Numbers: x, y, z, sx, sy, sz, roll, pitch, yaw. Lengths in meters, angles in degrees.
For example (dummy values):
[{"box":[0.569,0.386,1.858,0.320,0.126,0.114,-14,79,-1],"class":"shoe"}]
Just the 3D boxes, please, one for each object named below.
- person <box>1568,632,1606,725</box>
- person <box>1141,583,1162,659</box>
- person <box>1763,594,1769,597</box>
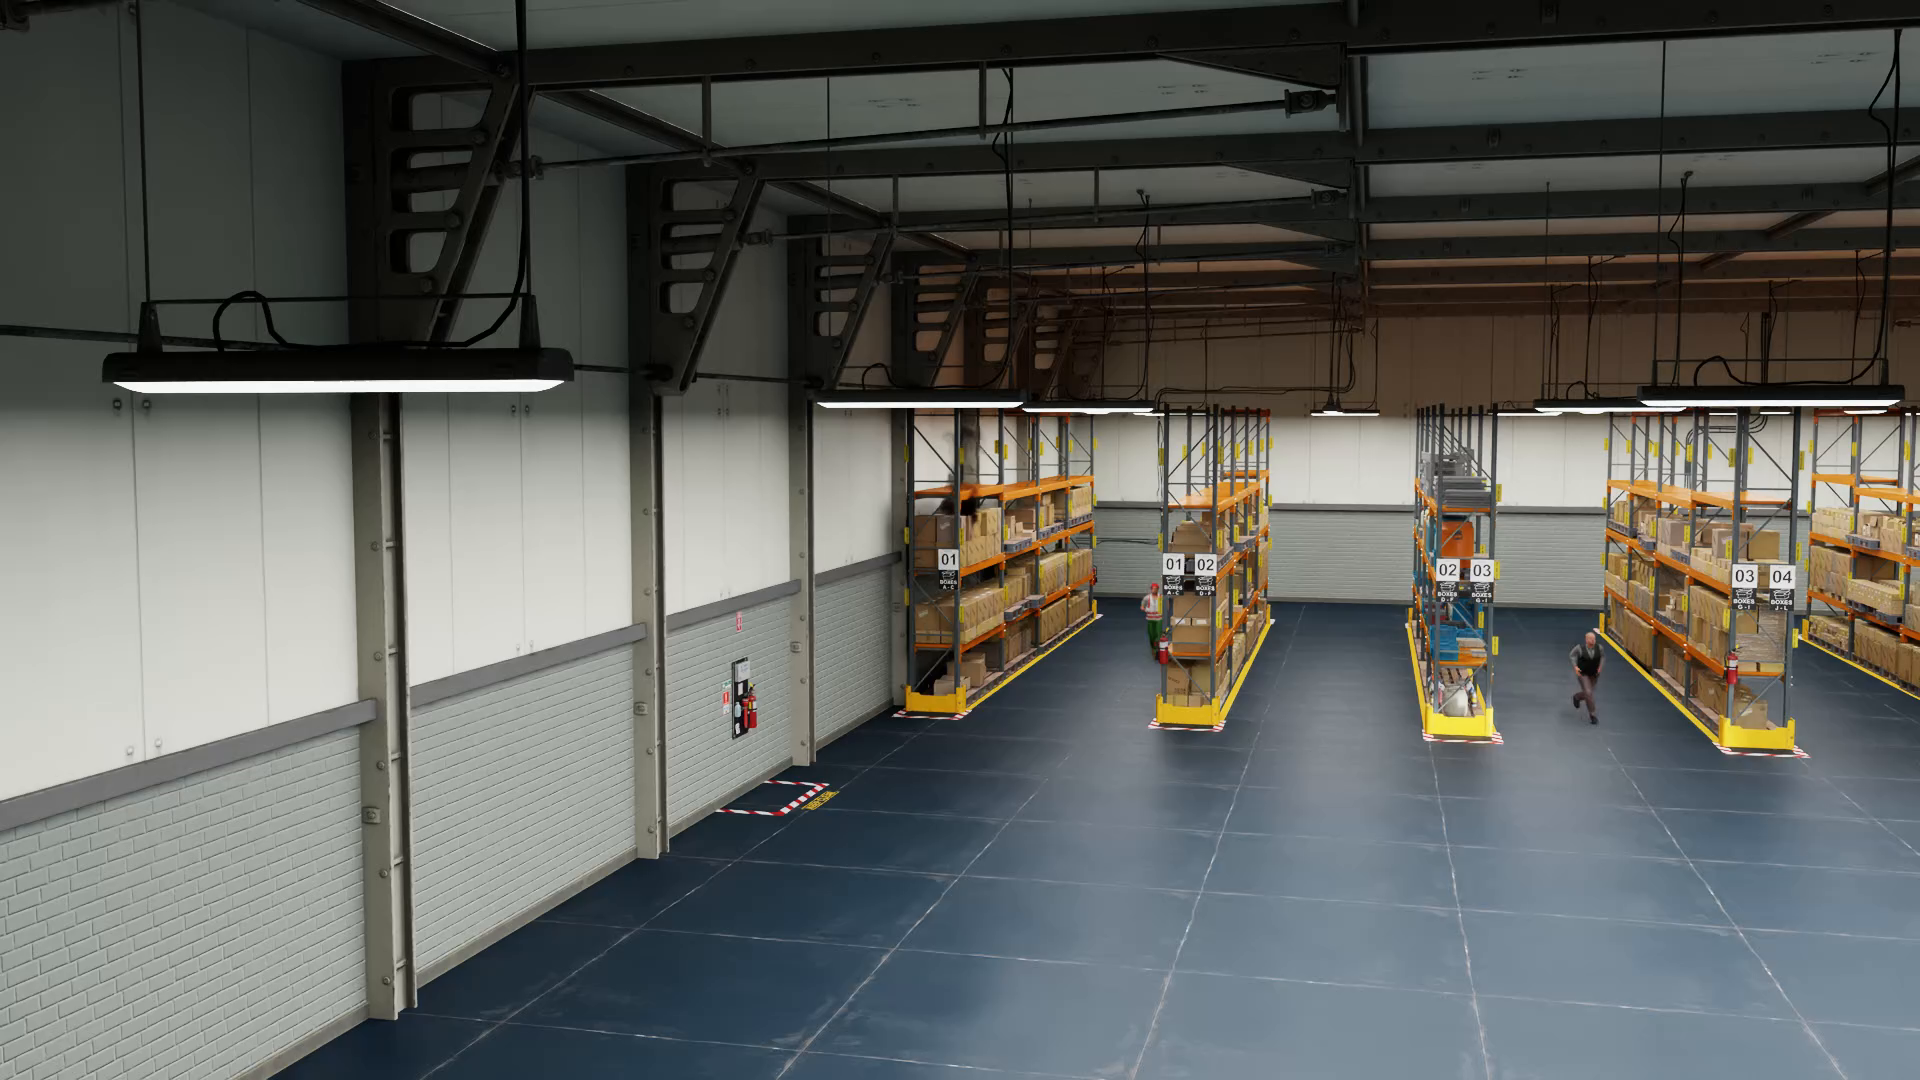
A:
[{"box":[11.904,2.588,31.621,0.660,1.716,1.061,0,4,-5],"class":"person"},{"box":[4.633,1.910,39.666,0.657,1.776,0.968,1,4,8],"class":"person"},{"box":[20.453,1.754,42.087,0.694,1.836,0.882,1,4,19],"class":"person"}]
